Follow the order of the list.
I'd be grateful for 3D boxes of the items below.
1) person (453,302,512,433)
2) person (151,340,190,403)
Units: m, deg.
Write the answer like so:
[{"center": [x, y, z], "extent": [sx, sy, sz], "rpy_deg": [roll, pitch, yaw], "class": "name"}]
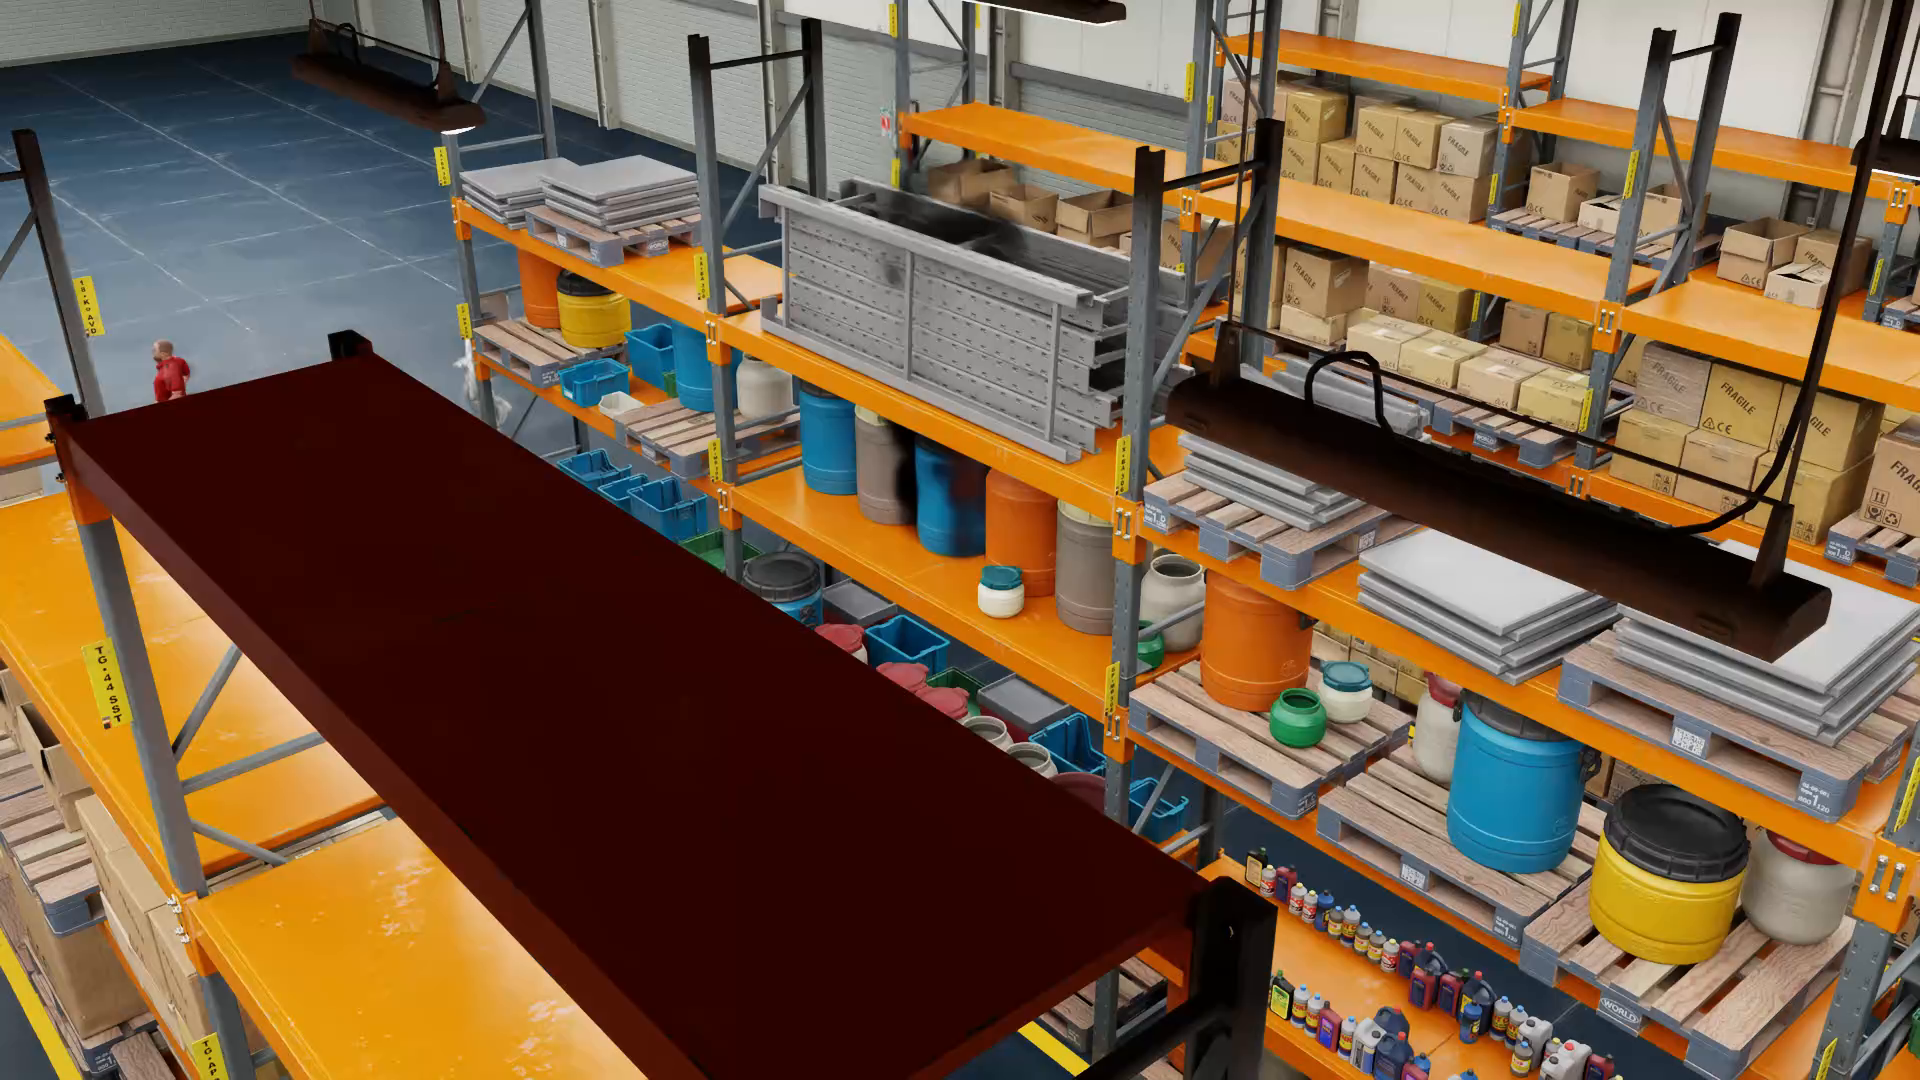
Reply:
[{"center": [-5.673, -2.046, 19.678], "extent": [0.612, 1.735, 0.678], "rpy_deg": [-8, 28, -15], "class": "person"}, {"center": [-8.662, -1.427, 18.532], "extent": [0.641, 1.698, 0.672], "rpy_deg": [-7, 28, -14], "class": "person"}]
